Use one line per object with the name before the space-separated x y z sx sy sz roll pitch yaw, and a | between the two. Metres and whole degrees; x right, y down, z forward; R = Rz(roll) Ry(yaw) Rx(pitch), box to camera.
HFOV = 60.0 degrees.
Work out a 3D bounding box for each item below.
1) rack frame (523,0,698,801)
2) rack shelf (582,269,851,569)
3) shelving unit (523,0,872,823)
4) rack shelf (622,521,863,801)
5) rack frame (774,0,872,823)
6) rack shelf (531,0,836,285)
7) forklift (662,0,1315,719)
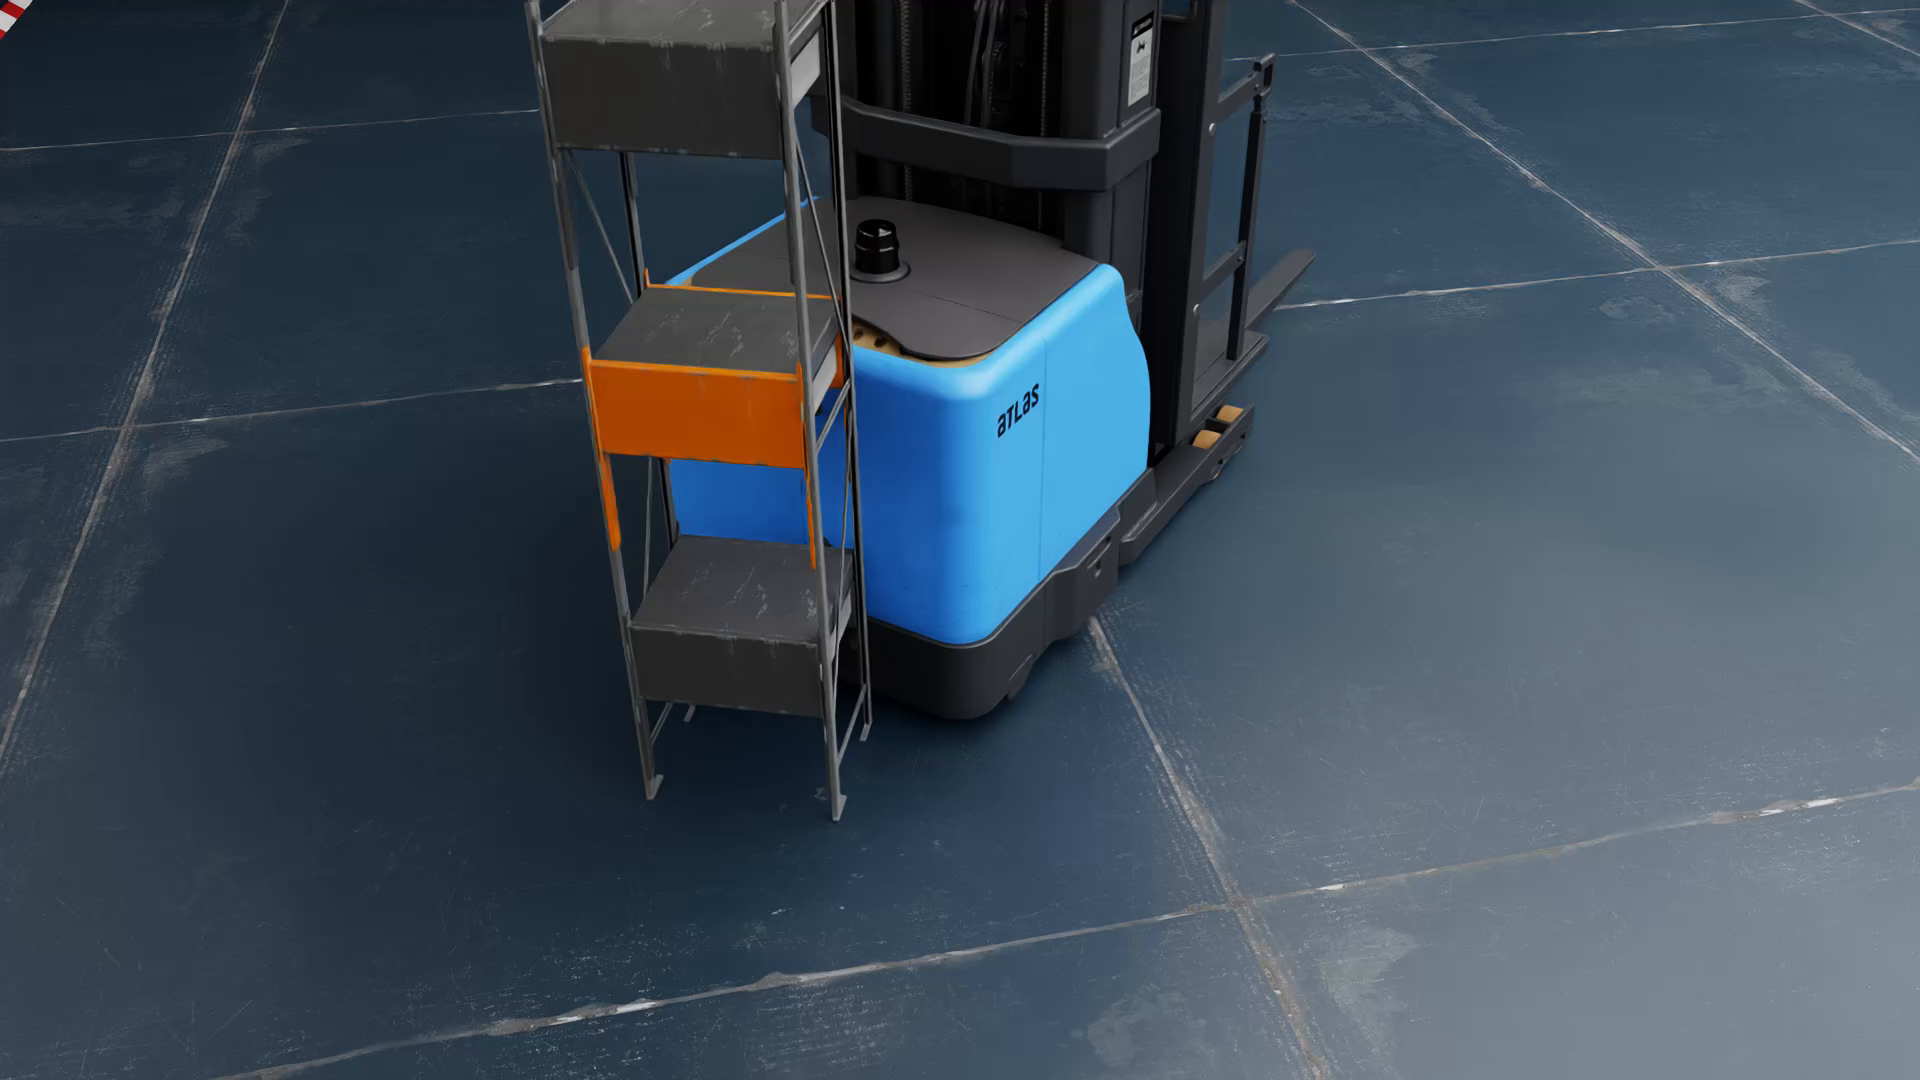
rack frame | -0.771 -0.315 3.834 0.015 2.100 0.400 5 34 8
rack shelf | -0.530 -0.282 3.806 0.480 0.518 0.431 5 34 8
shelving unit | -0.530 -0.294 3.798 0.503 2.100 0.431 5 34 8
rack shelf | -0.523 0.299 4.195 0.480 0.518 0.431 5 34 8
rack frame | -0.290 -0.273 3.762 0.015 2.100 0.400 5 34 8
rack shelf | -0.538 -0.864 3.417 0.480 0.518 0.431 5 34 8
forklift | 0.348 -1.535 4.906 1.130 2.935 3.031 18 38 25
